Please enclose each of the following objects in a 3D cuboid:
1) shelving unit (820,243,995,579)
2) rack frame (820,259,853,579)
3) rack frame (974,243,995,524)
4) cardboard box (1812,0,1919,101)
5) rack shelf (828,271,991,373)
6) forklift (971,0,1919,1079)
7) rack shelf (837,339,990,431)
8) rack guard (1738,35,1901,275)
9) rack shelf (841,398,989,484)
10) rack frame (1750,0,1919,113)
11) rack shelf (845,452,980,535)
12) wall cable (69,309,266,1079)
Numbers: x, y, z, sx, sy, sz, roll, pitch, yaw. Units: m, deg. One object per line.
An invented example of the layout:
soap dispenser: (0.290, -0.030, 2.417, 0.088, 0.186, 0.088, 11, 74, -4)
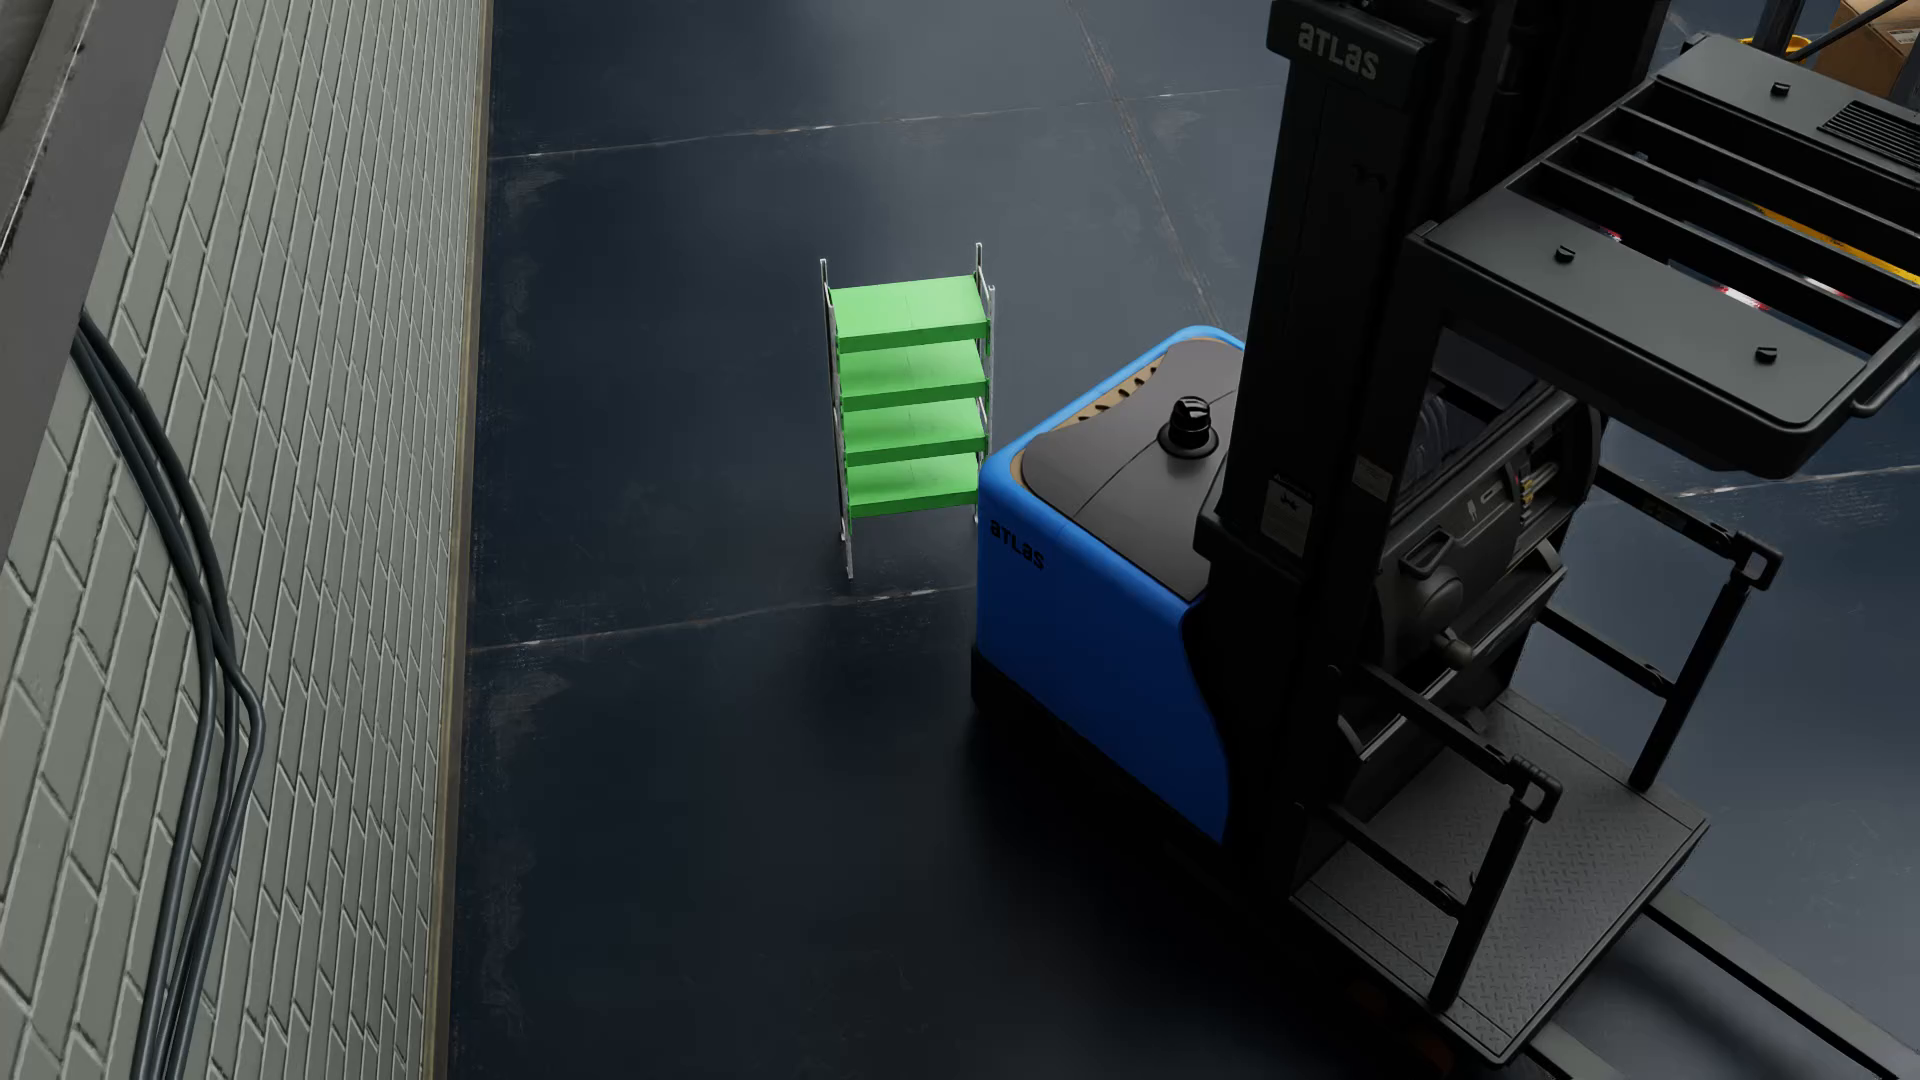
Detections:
shelving unit: (-0.163, -0.396, 5.516, 0.503, 1.200, 0.258, -7, 46, -7)
rack frame: (-0.404, -0.366, 5.487, 0.015, 1.200, 0.240, -7, 46, -7)
rack frame: (0.077, -0.426, 5.545, 0.015, 1.200, 0.240, -7, 46, -7)
cardboard box: (4.132, -2.048, 7.288, 0.500, 0.500, 0.500, -7, 46, -7)
rack shelf: (-0.163, -0.685, 5.217, 0.480, 0.148, 0.258, -7, 46, -7)
forklift: (1.420, 0.043, 3.891, 1.130, 2.935, 3.031, -35, 55, -29)
rack shelf: (-0.163, -0.518, 5.389, 0.480, 0.148, 0.258, -7, 46, -7)
rack guard: (3.713, -1.663, 7.223, 0.348, 0.500, 1.175, -7, 46, -7)
rack shelf: (-0.163, -0.352, 5.562, 0.480, 0.148, 0.258, -7, 46, -7)
rack frame: (3.638, -2.521, 6.314, 0.127, 3.000, 1.000, -7, 46, -7)
rack shelf: (-0.163, -0.185, 5.735, 0.480, 0.148, 0.258, -7, 46, -7)
wall cable: (-1.148, 0.430, 1.461, 0.112, 2.526, 3.097, -7, 46, -7)
